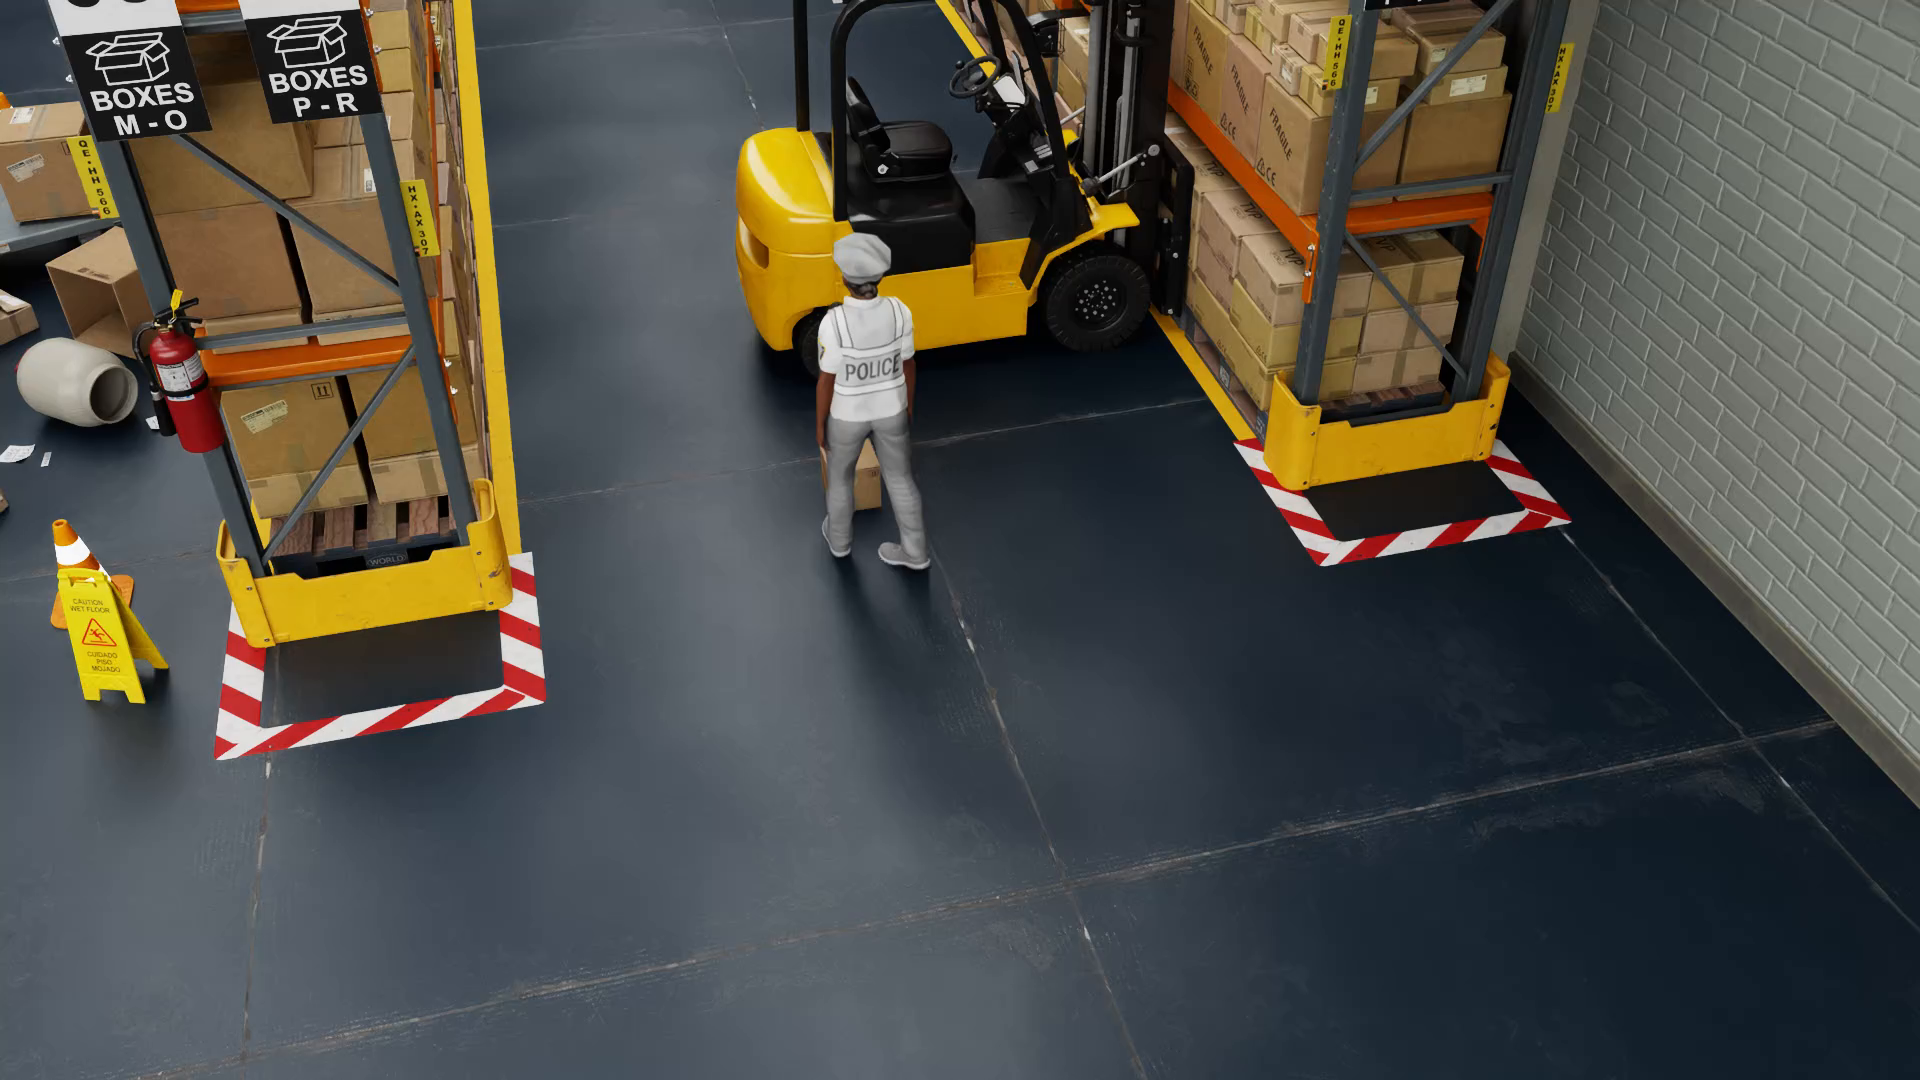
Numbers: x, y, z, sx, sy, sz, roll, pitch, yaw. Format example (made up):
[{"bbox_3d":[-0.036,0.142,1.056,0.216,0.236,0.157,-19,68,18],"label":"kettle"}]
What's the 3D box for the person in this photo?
[{"bbox_3d":[-0.442,-0.602,7.459,0.466,1.691,0.545,-14,40,-17],"label":"person"}]
